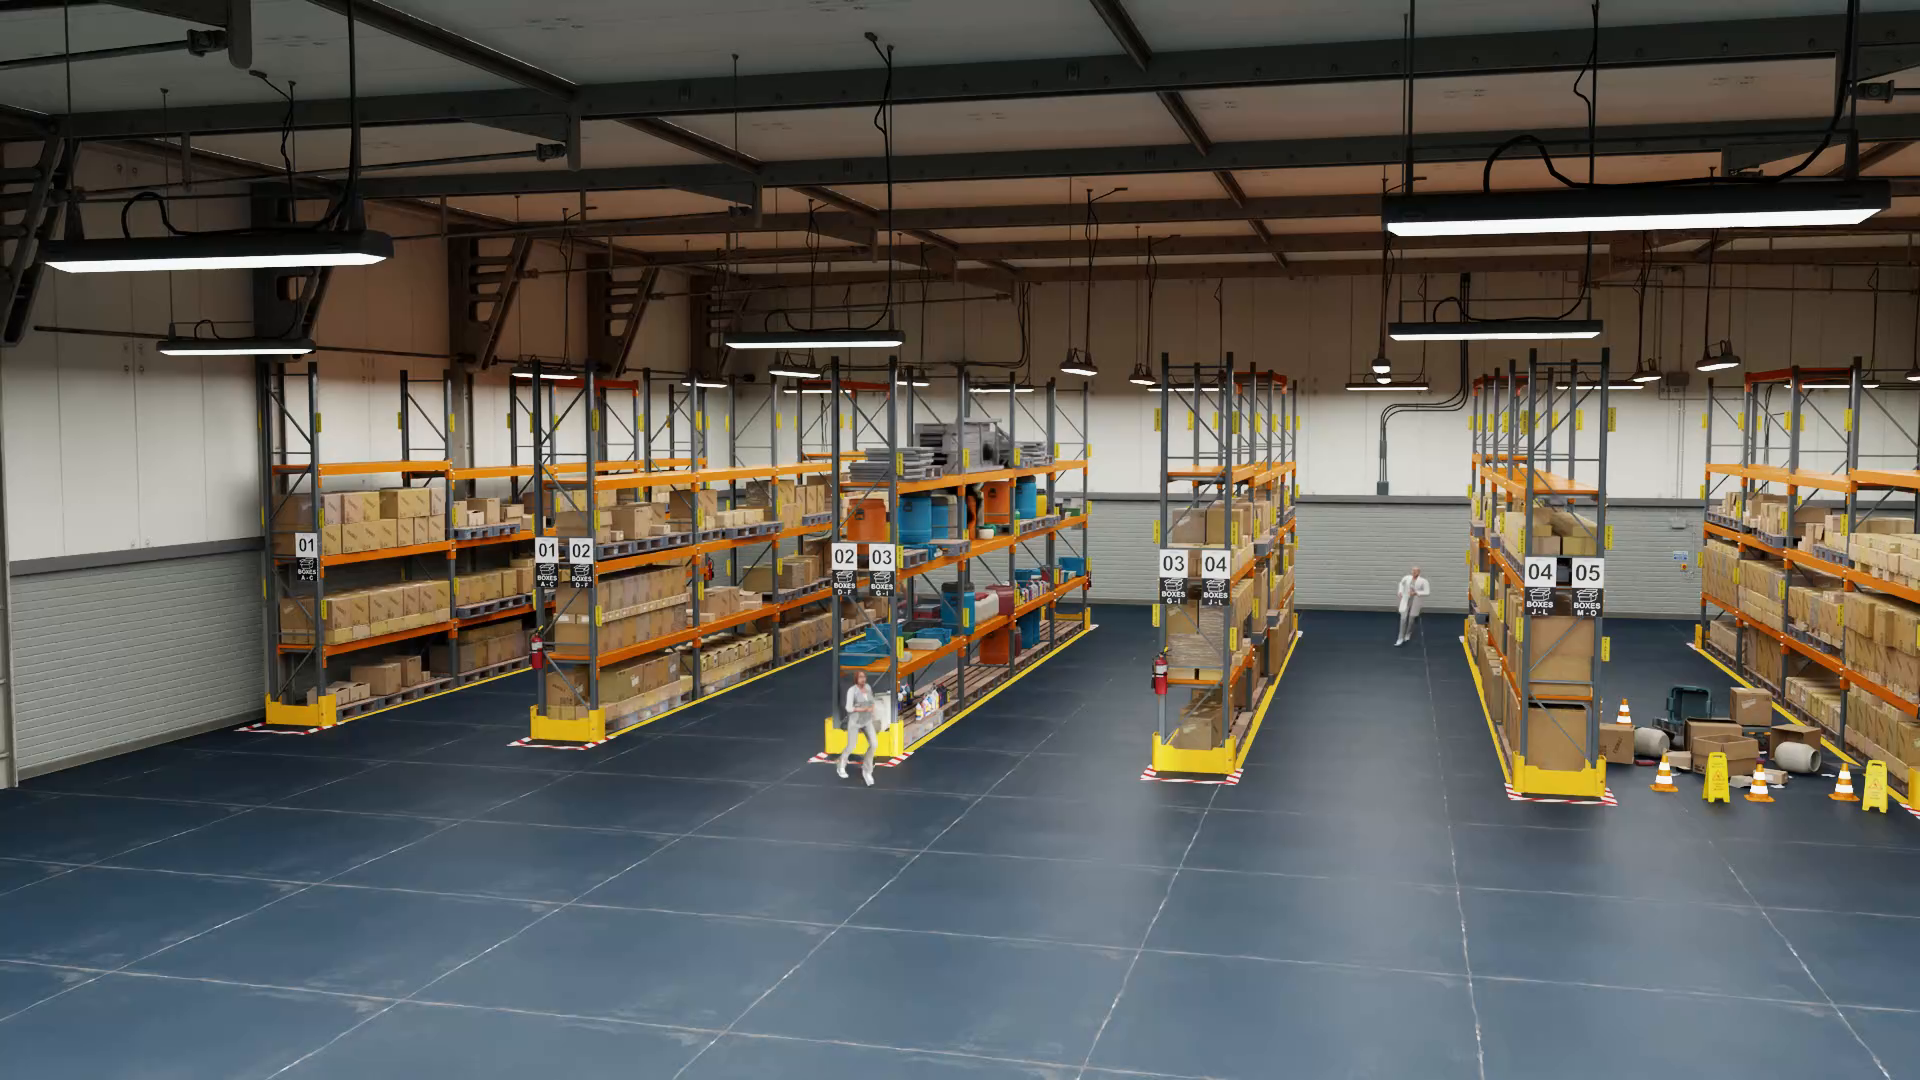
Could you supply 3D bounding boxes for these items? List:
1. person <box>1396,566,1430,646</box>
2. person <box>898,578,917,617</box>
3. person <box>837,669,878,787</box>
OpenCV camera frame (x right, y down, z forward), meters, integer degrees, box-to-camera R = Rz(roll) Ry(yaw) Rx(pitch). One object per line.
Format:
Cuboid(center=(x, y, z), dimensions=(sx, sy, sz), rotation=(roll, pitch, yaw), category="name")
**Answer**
Cuboid(center=(10.294, 1.479, 37.729), dimensions=(0.719, 1.788, 0.989), rotation=(2, 4, 25), category="person")
Cuboid(center=(-1.432, 1.225, 42.526), dimensions=(0.587, 1.597, 0.613), rotation=(2, 4, 24), category="person")
Cuboid(center=(-1.388, 2.590, 23.066), dimensions=(0.548, 1.608, 0.825), rotation=(-3, 5, -33), category="person")
